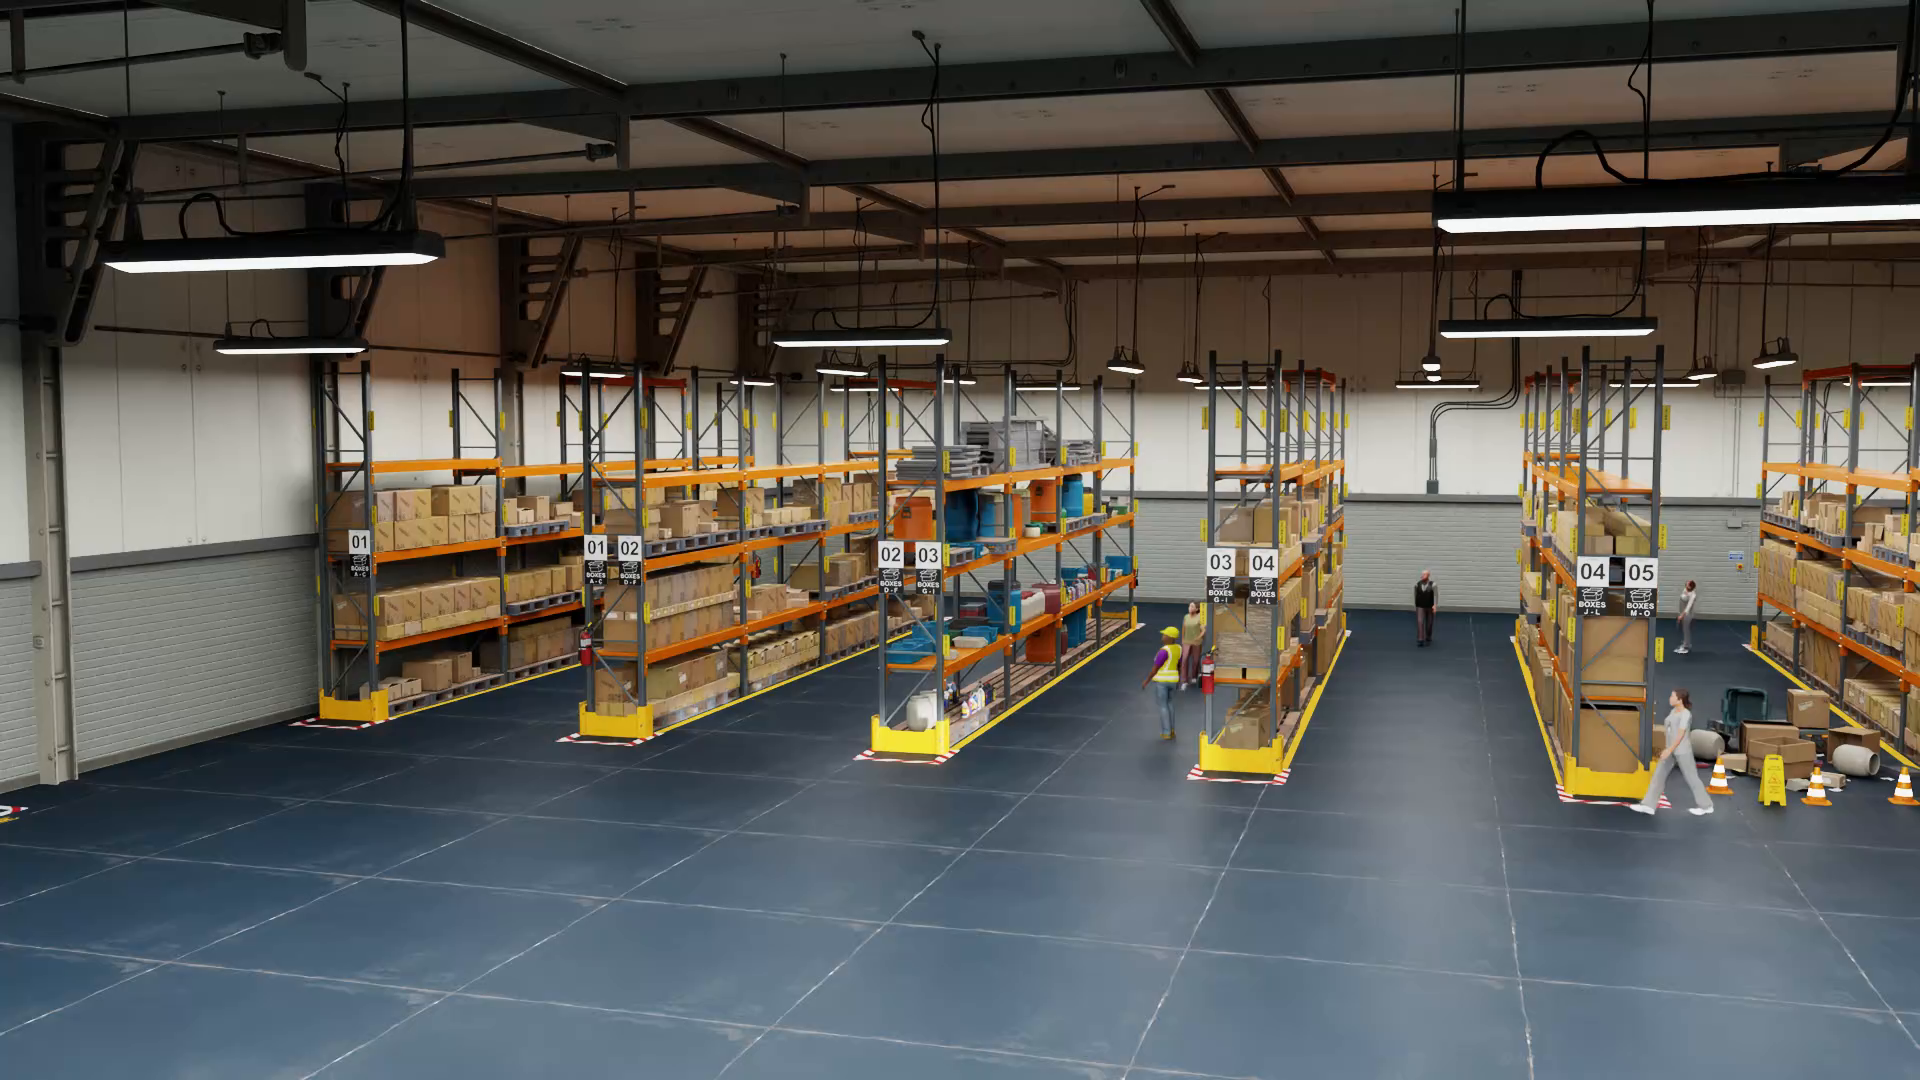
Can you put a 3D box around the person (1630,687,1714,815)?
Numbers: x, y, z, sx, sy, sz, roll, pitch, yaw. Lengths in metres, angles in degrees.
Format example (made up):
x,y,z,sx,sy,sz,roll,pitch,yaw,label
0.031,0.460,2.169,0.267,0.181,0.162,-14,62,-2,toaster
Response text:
x,y,z,sx,sy,sz,roll,pitch,yaw,label
9.031,2.673,21.006,0.996,1.617,0.447,0,4,-7,person

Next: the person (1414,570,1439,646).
x,y,z,sx,sy,sz,roll,pitch,yaw,label
10.396,1.514,37.106,0.535,1.682,1.018,1,4,14,person

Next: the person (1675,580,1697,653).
x,y,z,sx,sy,sz,roll,pitch,yaw,label
15.663,1.637,36.006,0.402,1.593,0.608,1,4,7,person

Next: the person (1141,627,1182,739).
x,y,z,sx,sy,sz,roll,pitch,yaw,label
3.200,2.266,26.157,0.691,1.818,0.510,-2,4,-22,person

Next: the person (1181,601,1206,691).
x,y,z,sx,sy,sz,roll,pitch,yaw,label
4.390,1.961,31.283,0.488,1.650,0.982,1,4,17,person
